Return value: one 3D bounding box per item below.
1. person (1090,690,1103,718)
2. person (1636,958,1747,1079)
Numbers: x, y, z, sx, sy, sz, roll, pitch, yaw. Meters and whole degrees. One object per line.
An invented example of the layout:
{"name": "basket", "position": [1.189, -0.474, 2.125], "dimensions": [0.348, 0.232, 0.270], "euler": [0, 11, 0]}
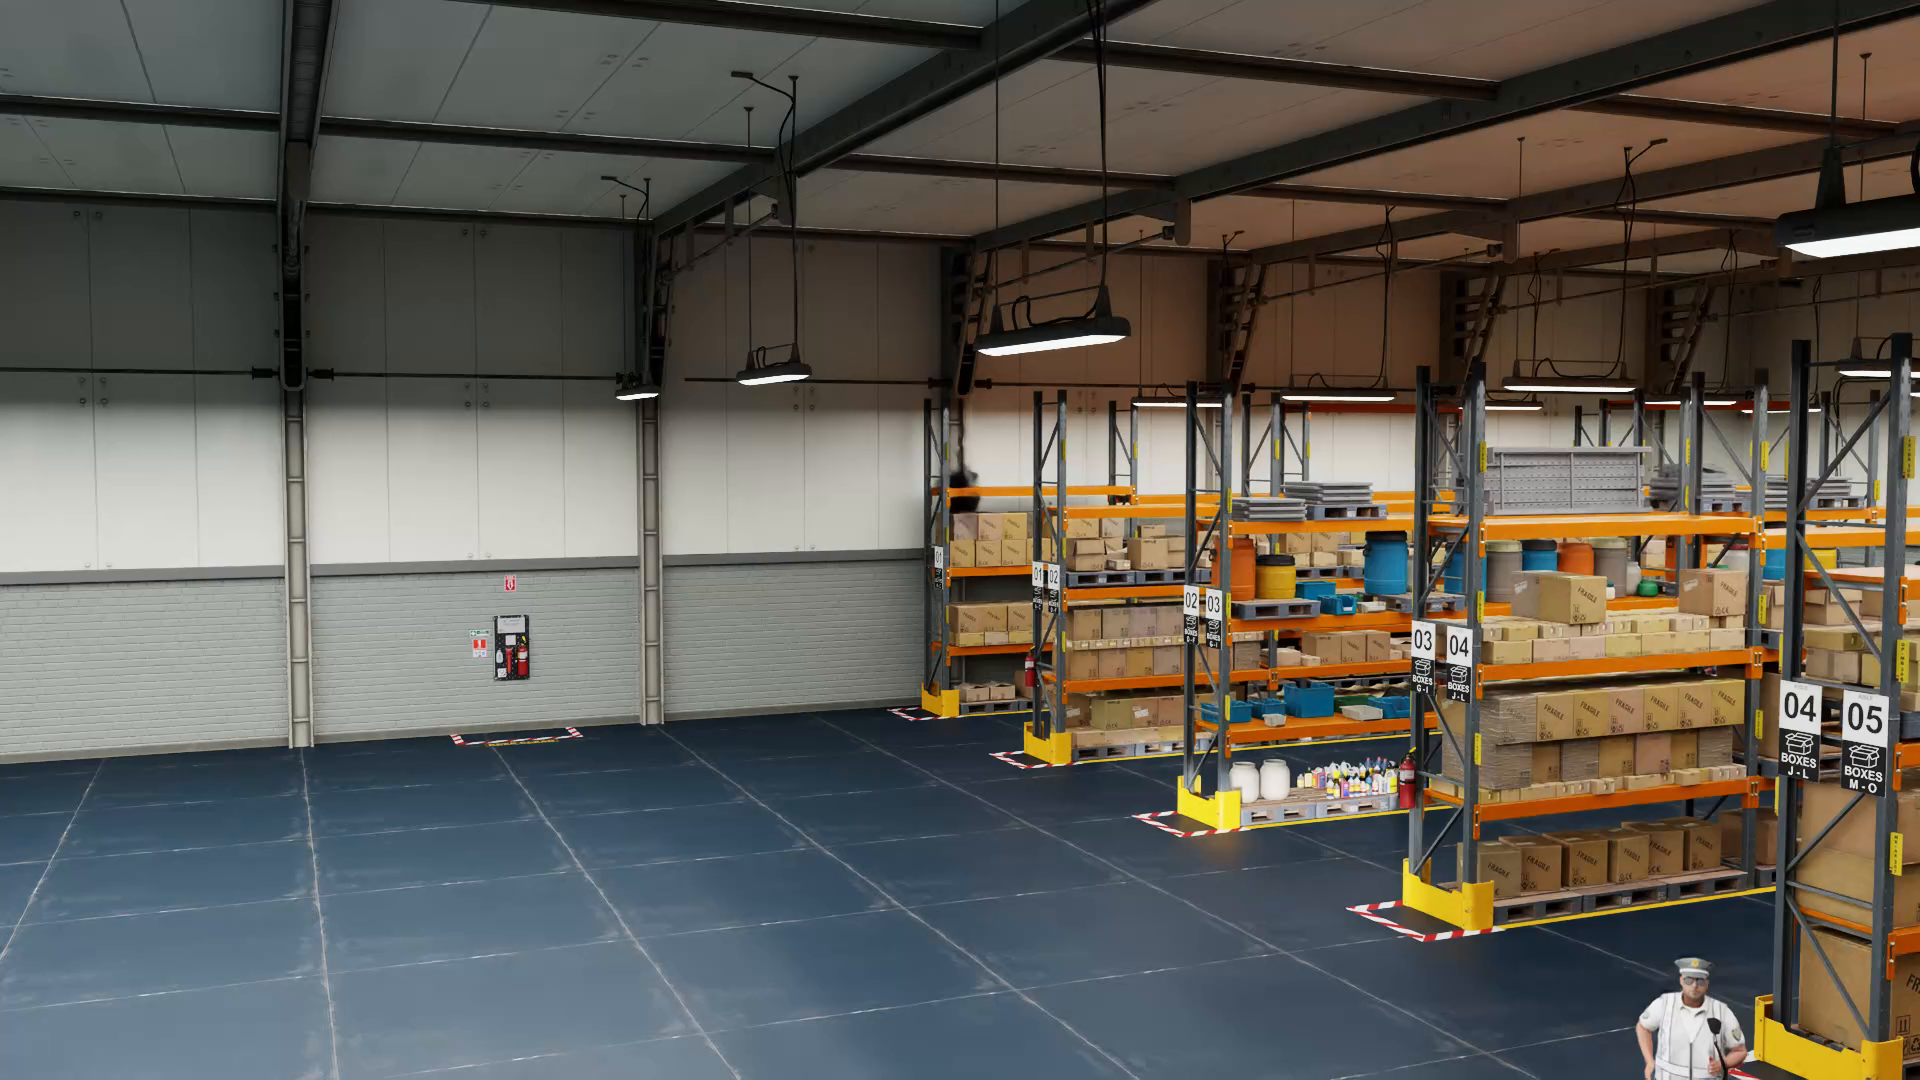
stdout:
{"name": "person", "position": [2.522, 2.272, 29.414], "dimensions": [0.901, 1.780, 0.707], "euler": [-2, 4, -29]}
{"name": "person", "position": [4.855, 3.628, 11.051], "dimensions": [0.676, 1.752, 0.880], "euler": [1, 4, 21]}
